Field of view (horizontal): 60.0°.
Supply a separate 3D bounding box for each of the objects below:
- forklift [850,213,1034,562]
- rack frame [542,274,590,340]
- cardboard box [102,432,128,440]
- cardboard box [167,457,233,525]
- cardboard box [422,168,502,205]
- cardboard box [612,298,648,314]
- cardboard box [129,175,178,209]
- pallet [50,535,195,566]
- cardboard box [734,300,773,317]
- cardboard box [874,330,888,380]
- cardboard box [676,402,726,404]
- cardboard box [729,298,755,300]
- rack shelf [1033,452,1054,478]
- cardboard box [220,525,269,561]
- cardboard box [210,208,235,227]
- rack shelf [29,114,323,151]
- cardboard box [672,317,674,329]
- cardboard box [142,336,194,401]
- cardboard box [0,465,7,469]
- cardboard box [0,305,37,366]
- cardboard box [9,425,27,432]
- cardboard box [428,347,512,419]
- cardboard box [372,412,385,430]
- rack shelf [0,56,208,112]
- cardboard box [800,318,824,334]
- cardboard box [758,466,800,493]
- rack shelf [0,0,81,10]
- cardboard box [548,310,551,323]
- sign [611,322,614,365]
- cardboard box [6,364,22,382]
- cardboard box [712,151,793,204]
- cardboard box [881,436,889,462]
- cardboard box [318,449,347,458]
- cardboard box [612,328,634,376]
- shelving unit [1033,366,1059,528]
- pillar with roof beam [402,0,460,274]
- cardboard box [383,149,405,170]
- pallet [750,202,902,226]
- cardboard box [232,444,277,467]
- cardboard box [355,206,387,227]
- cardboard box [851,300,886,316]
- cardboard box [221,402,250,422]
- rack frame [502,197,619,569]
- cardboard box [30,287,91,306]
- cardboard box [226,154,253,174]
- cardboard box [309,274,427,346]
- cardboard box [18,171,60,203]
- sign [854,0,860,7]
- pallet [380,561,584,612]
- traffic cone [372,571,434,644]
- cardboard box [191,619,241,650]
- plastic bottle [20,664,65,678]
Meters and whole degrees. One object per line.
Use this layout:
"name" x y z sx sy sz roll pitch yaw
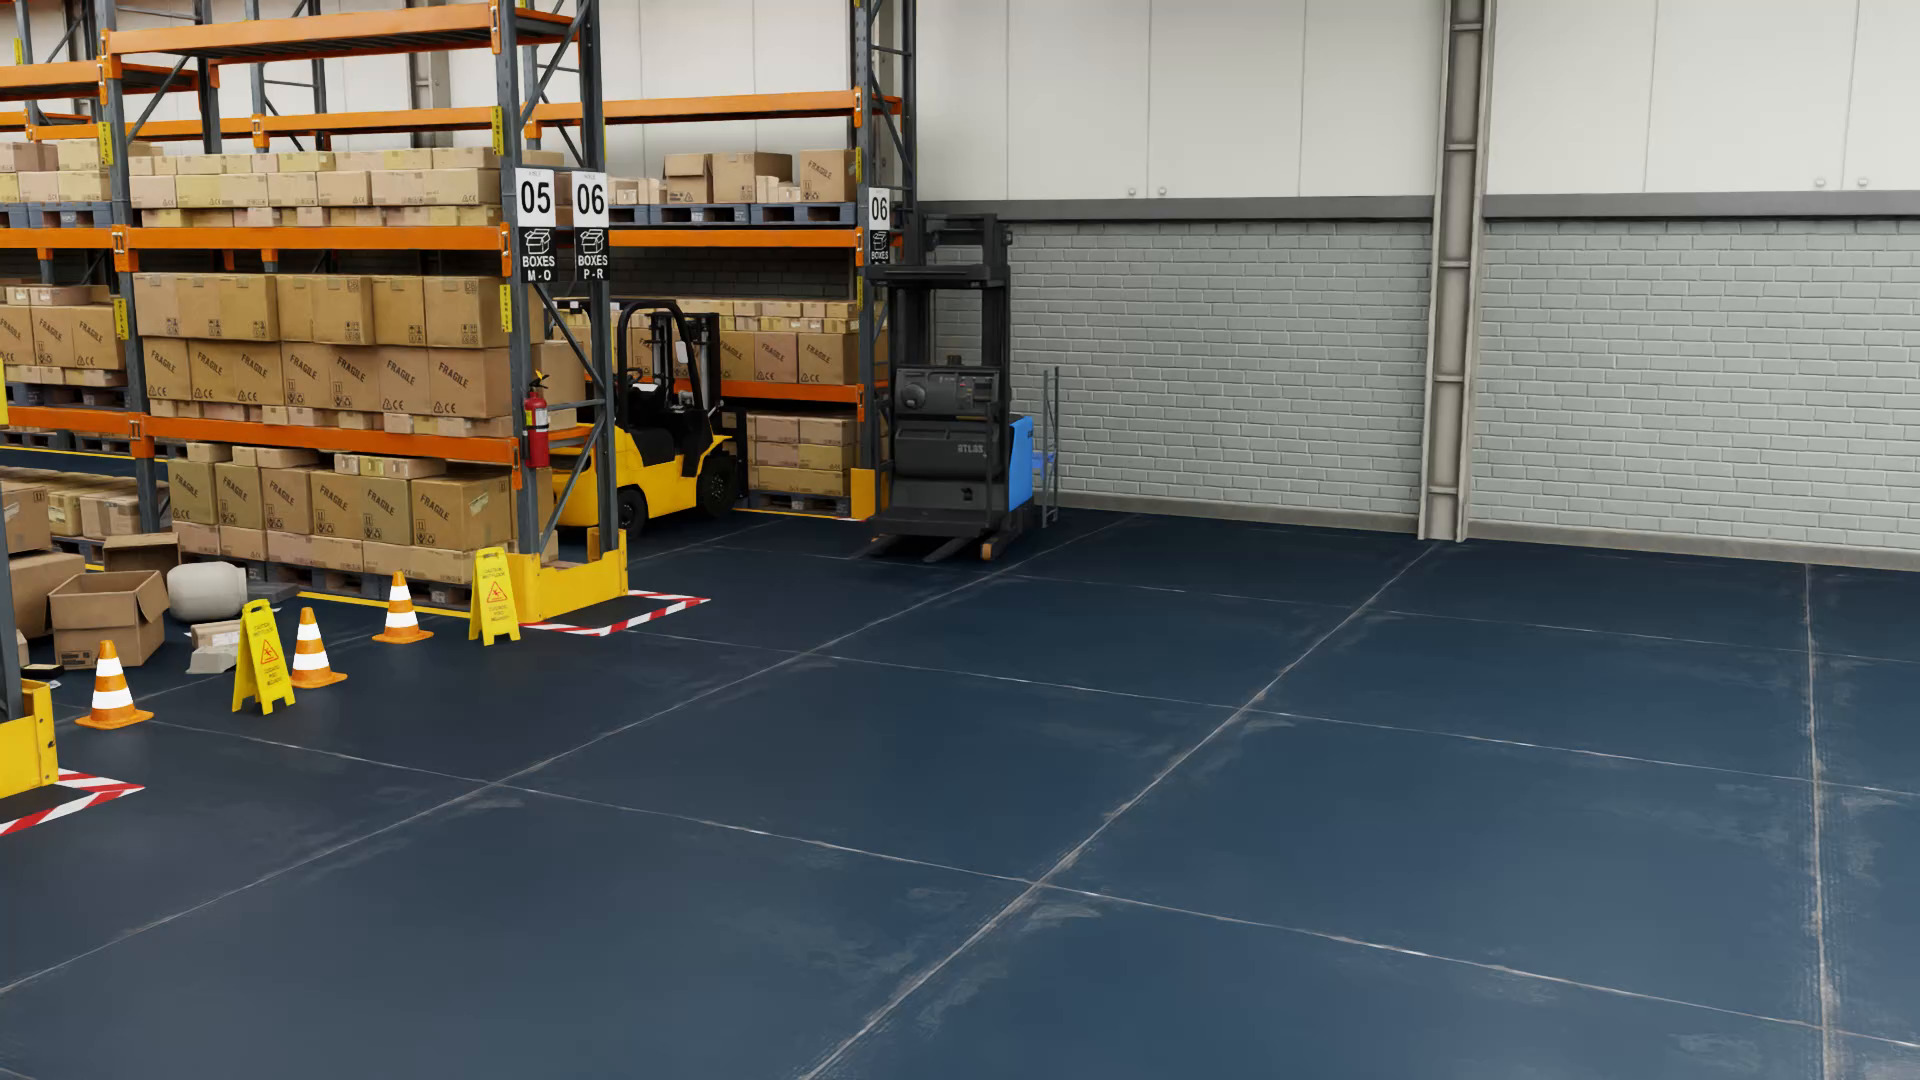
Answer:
"forklift" -0.164 -1.331 14.353 1.130 2.935 3.031 3 11 14
"rack frame" -4.293 -2.083 18.319 0.127 3.000 1.000 5 11 26
"cardboard box" -10.651 -1.576 21.355 0.500 0.500 0.500 5 11 25
"cardboard box" -6.076 -0.423 13.583 0.500 0.500 0.500 6 12 29
"cardboard box" -3.477 -2.521 11.900 0.500 0.250 0.500 5 11 25
"cardboard box" -3.446 -2.464 17.485 0.250 0.149 0.380 5 12 27
"cardboard box" -6.213 -2.761 13.224 0.500 0.250 0.500 5 11 25
"pallet" -7.185 0.021 14.523 1.213 0.211 1.003 5 11 26
"cardboard box" -2.075 -2.343 16.814 0.250 0.149 0.380 5 12 27
"cardboard box" -1.027 -1.901 17.029 0.500 0.500 0.500 5 12 28
"cardboard box" -2.857 -1.342 17.955 0.500 0.250 0.500 5 11 26
"cardboard box" -2.287 -2.470 17.518 0.250 0.149 0.380 5 11 26
"rack shelf" 0.387 -0.749 16.169 1.000 0.185 0.538 3 11 16
"cardboard box" -5.593 -0.014 13.427 0.500 0.250 0.500 6 12 29
"cardboard box" -5.627 -2.522 13.023 0.250 0.149 0.380 5 12 28
"rack shelf" -9.674 -4.957 20.497 4.000 0.370 1.077 5 11 26
"cardboard box" -2.988 -2.279 17.299 0.250 0.149 0.380 5 11 24
"cardboard box" -6.215 -1.407 13.464 0.500 0.500 0.500 5 11 26
"cardboard box" -9.571 -0.473 15.621 0.625 0.372 0.950 4 11 22
"cardboard box" -7.907 -1.773 14.308 0.500 0.500 0.500 5 12 28
"cardboard box" -12.417 -1.600 22.147 0.258 0.266 0.396 5 12 28
"cardboard box" -3.508 -1.170 12.153 0.500 0.500 0.500 5 11 25
"cardboard box" -4.237 -0.931 12.656 0.250 0.149 0.380 5 11 27
"rack shelf" -8.280 -3.849 14.374 4.000 0.370 1.077 5 11 26
"cardboard box" -1.383 -2.135 16.500 0.250 0.149 0.380 5 12 27
"cardboard box" -1.709 -0.649 16.936 0.500 0.250 0.500 5 11 26
"rack shelf" -13.261 -7.105 21.907 4.000 0.370 1.077 5 11 26
"cardboard box" -4.698 -2.443 18.205 0.250 0.149 0.380 5 12 28
"sign" -2.659 -1.488 12.597 0.005 0.325 0.100 5 11 26
"cardboard box" -7.978 -1.453 14.360 0.250 0.149 0.380 5 11 26
"cardboard box" -2.085 -3.642 16.767 0.500 0.500 0.700 5 11 26
"cardboard box" -1.036 -0.938 17.128 0.500 0.250 0.500 5 12 27
"cardboard box" -5.380 -0.469 13.837 0.500 0.500 0.500 5 12 27
"cardboard box" -3.536 -2.018 17.674 0.500 0.500 0.500 5 12 27
"shelving unit" 0.387 -0.926 16.137 1.048 1.500 0.538 3 11 16
"pillar with roof beam" -8.217 -4.704 15.955 0.400 9.000 9.100 5 11 26
"cardboard box" -3.989 -2.771 12.164 0.250 0.149 0.380 5 11 26
"pallet" -1.329 -3.261 16.649 1.213 0.211 1.003 5 11 26
"cardboard box" -5.529 -0.683 13.196 0.250 0.149 0.380 6 12 28
"cardboard box" -4.246 -2.394 12.320 0.250 0.149 0.380 5 11 25
"cardboard box" -0.913 -2.344 16.819 0.250 0.149 0.380 5 11 25
"cardboard box" -5.638 -1.038 13.248 0.250 0.149 0.380 5 12 28
"rack frame" -2.899 -0.975 12.196 0.127 3.000 1.000 5 11 26
"cardboard box" -7.624 -2.064 14.097 0.250 0.149 0.380 5 11 24
"cardboard box" -5.400 -2.884 12.785 0.250 0.149 0.380 5 11 24
"cardboard box" -4.407 -1.733 12.459 0.500 0.500 0.700 5 11 25
"cardboard box" -7.526 -2.963 13.997 0.500 0.250 0.500 5 11 27
"sign" -0.959 -5.133 15.480 0.005 0.325 0.100 5 11 26
"pallet" -3.680 0.321 12.862 1.213 0.211 1.003 5 11 26
"traffic cone" -3.855 0.445 11.470 0.334 0.463 0.336 5 11 26
"cardboard box" -4.967 0.647 11.237 0.380 0.149 0.250 -7 12 -33
"plastic bottle" -5.820 0.827 10.487 0.283 0.061 0.133 1 10 6
